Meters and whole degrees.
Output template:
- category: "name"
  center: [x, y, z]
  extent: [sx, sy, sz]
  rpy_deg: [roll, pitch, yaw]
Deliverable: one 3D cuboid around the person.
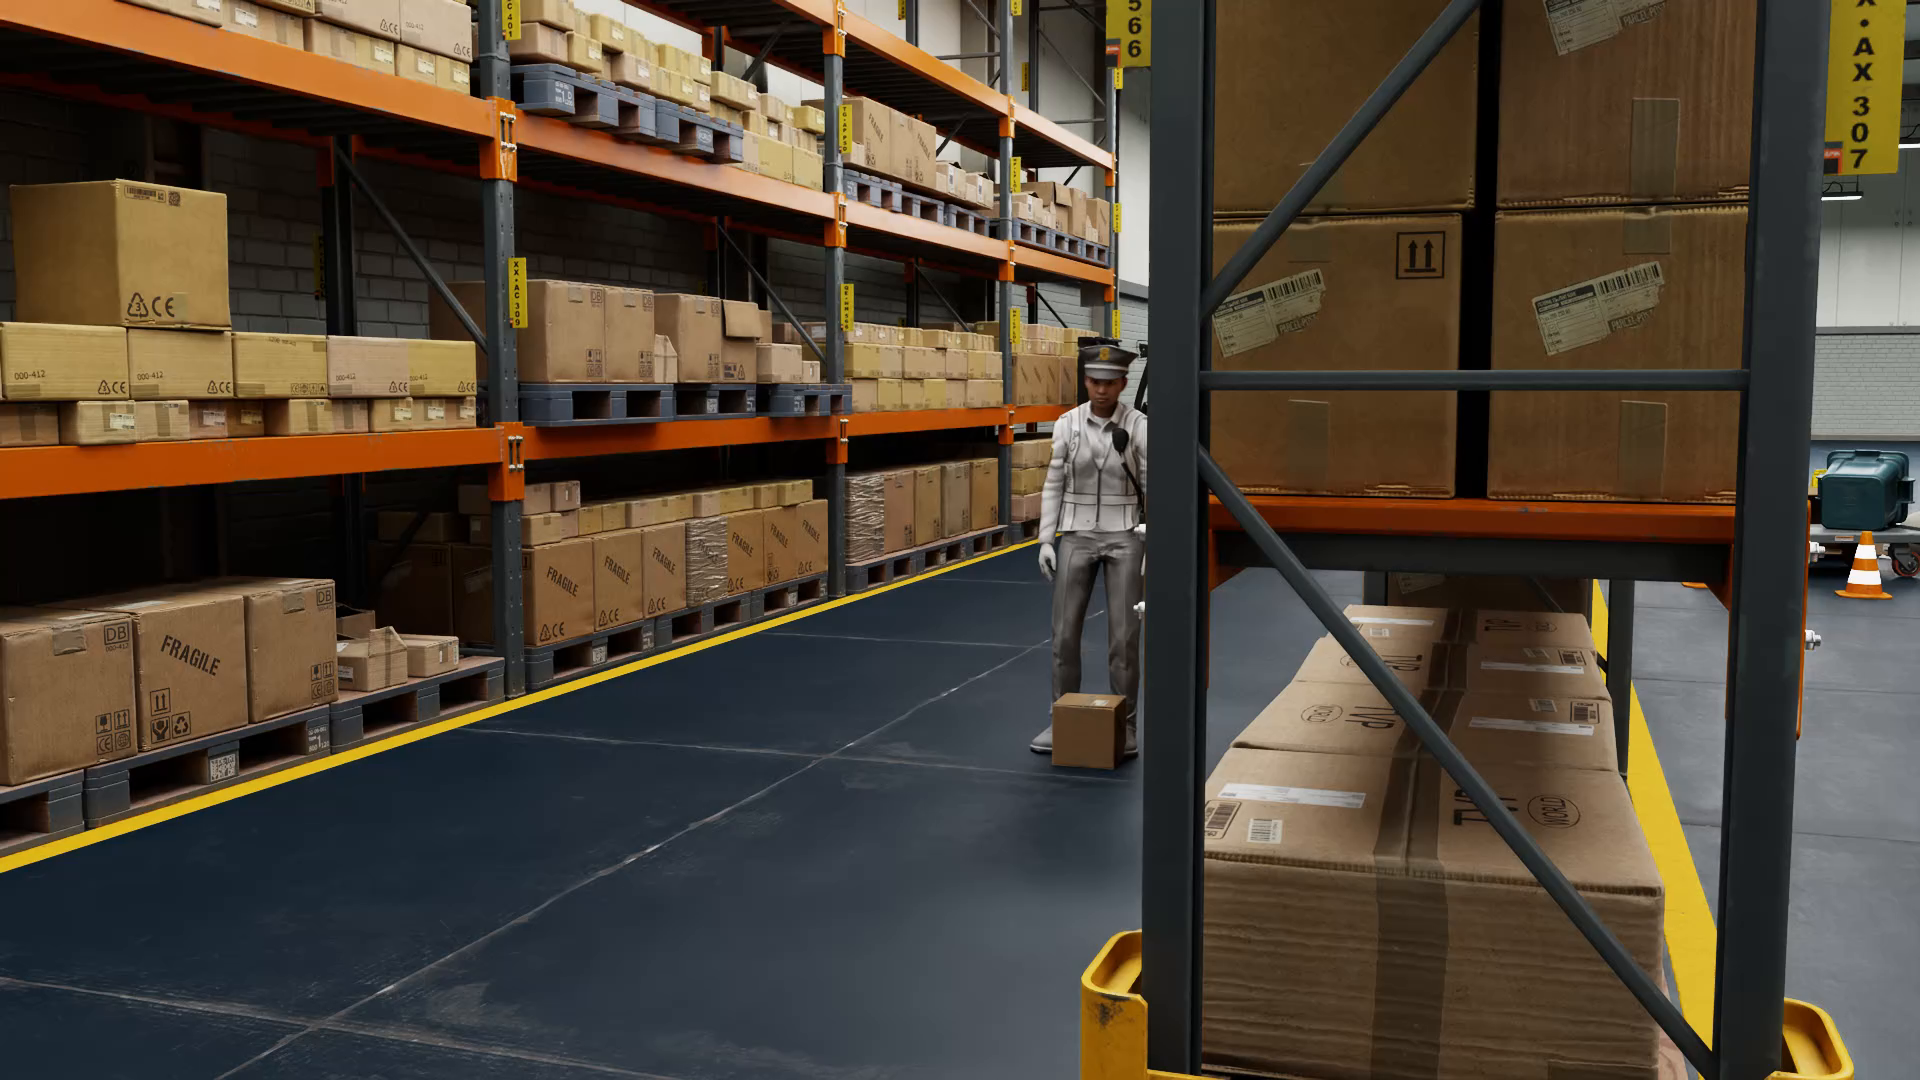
- category: "person"
  center: [0.578, 0.038, 6.821]
  extent: [0.538, 1.662, 0.373]
  rpy_deg: [1, 5, 15]
